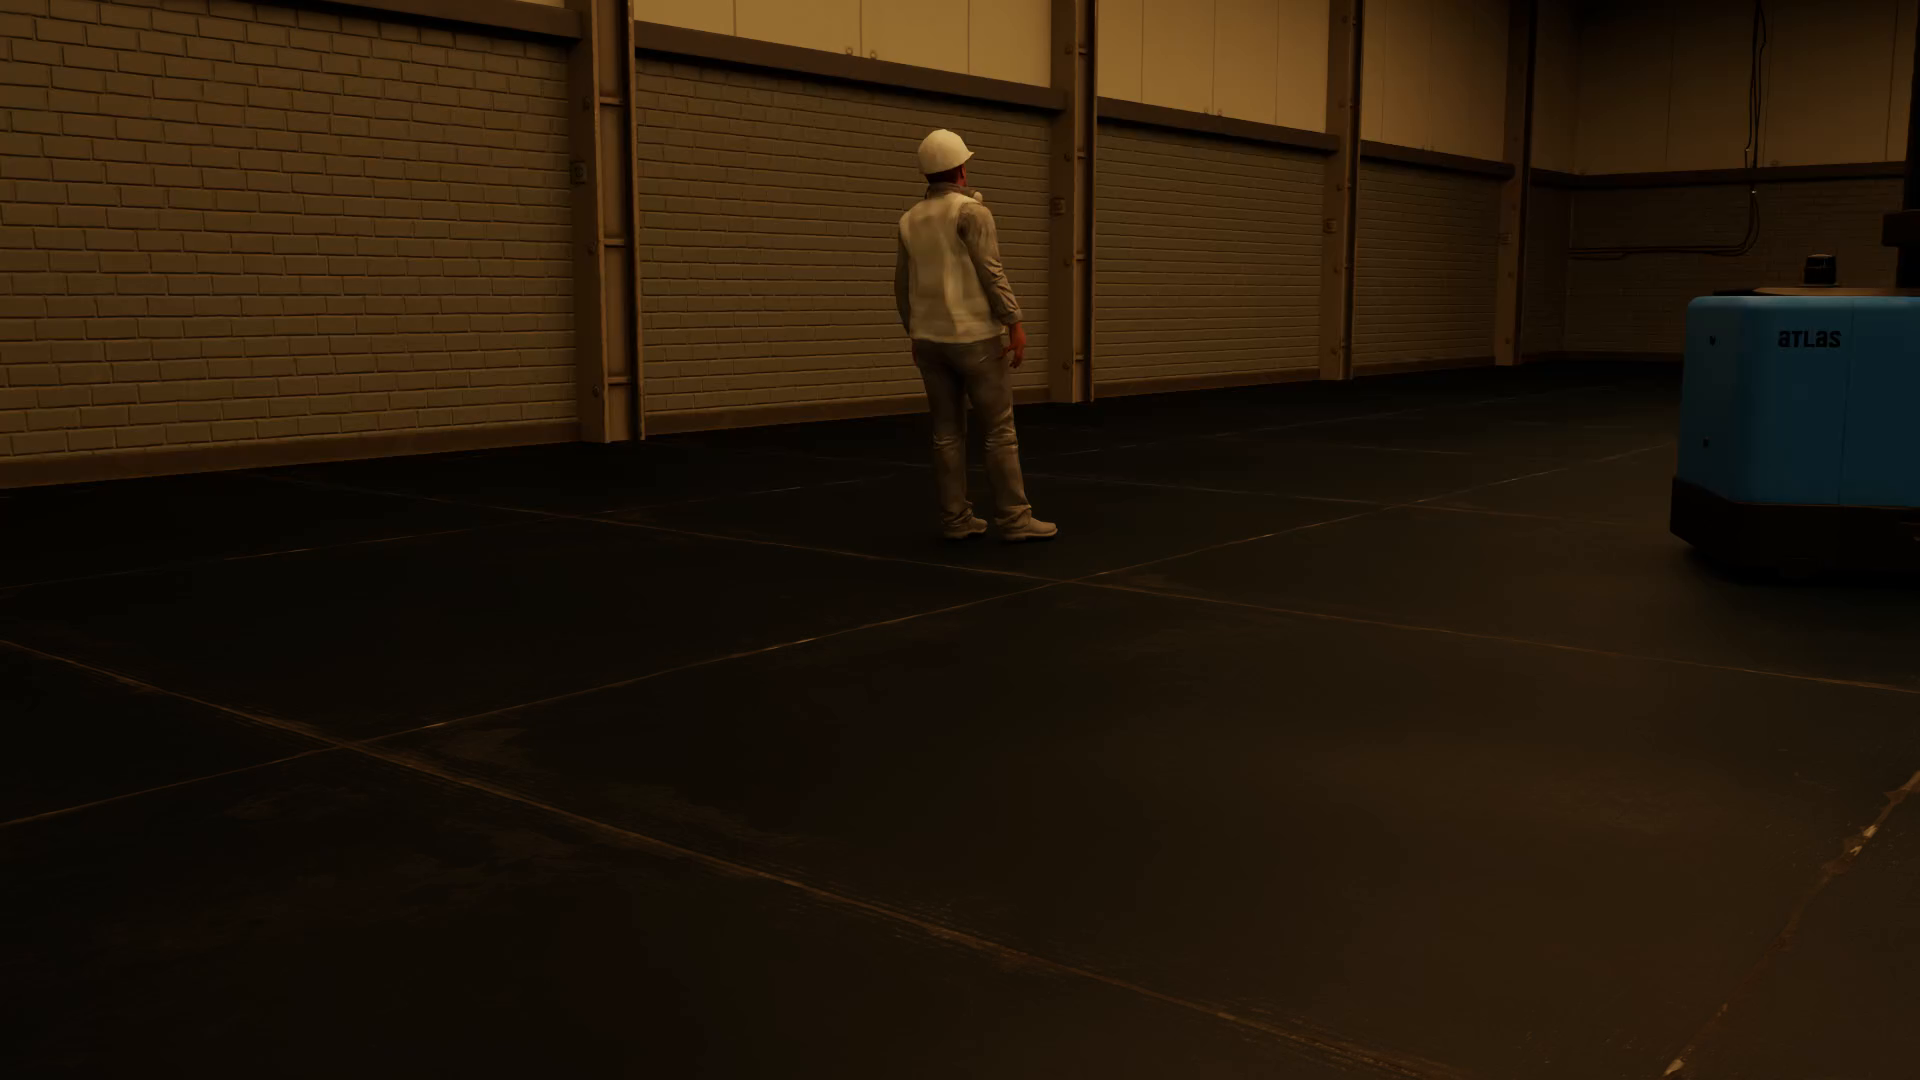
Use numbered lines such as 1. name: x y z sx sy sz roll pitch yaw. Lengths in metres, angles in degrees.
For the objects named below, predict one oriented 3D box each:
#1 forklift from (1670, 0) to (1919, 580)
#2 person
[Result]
1. forklift: 4.461 -1.313 6.254 3.031 2.935 1.130 2 8 11
2. person: 0.045 -0.891 7.318 0.632 1.773 0.568 7 11 38
